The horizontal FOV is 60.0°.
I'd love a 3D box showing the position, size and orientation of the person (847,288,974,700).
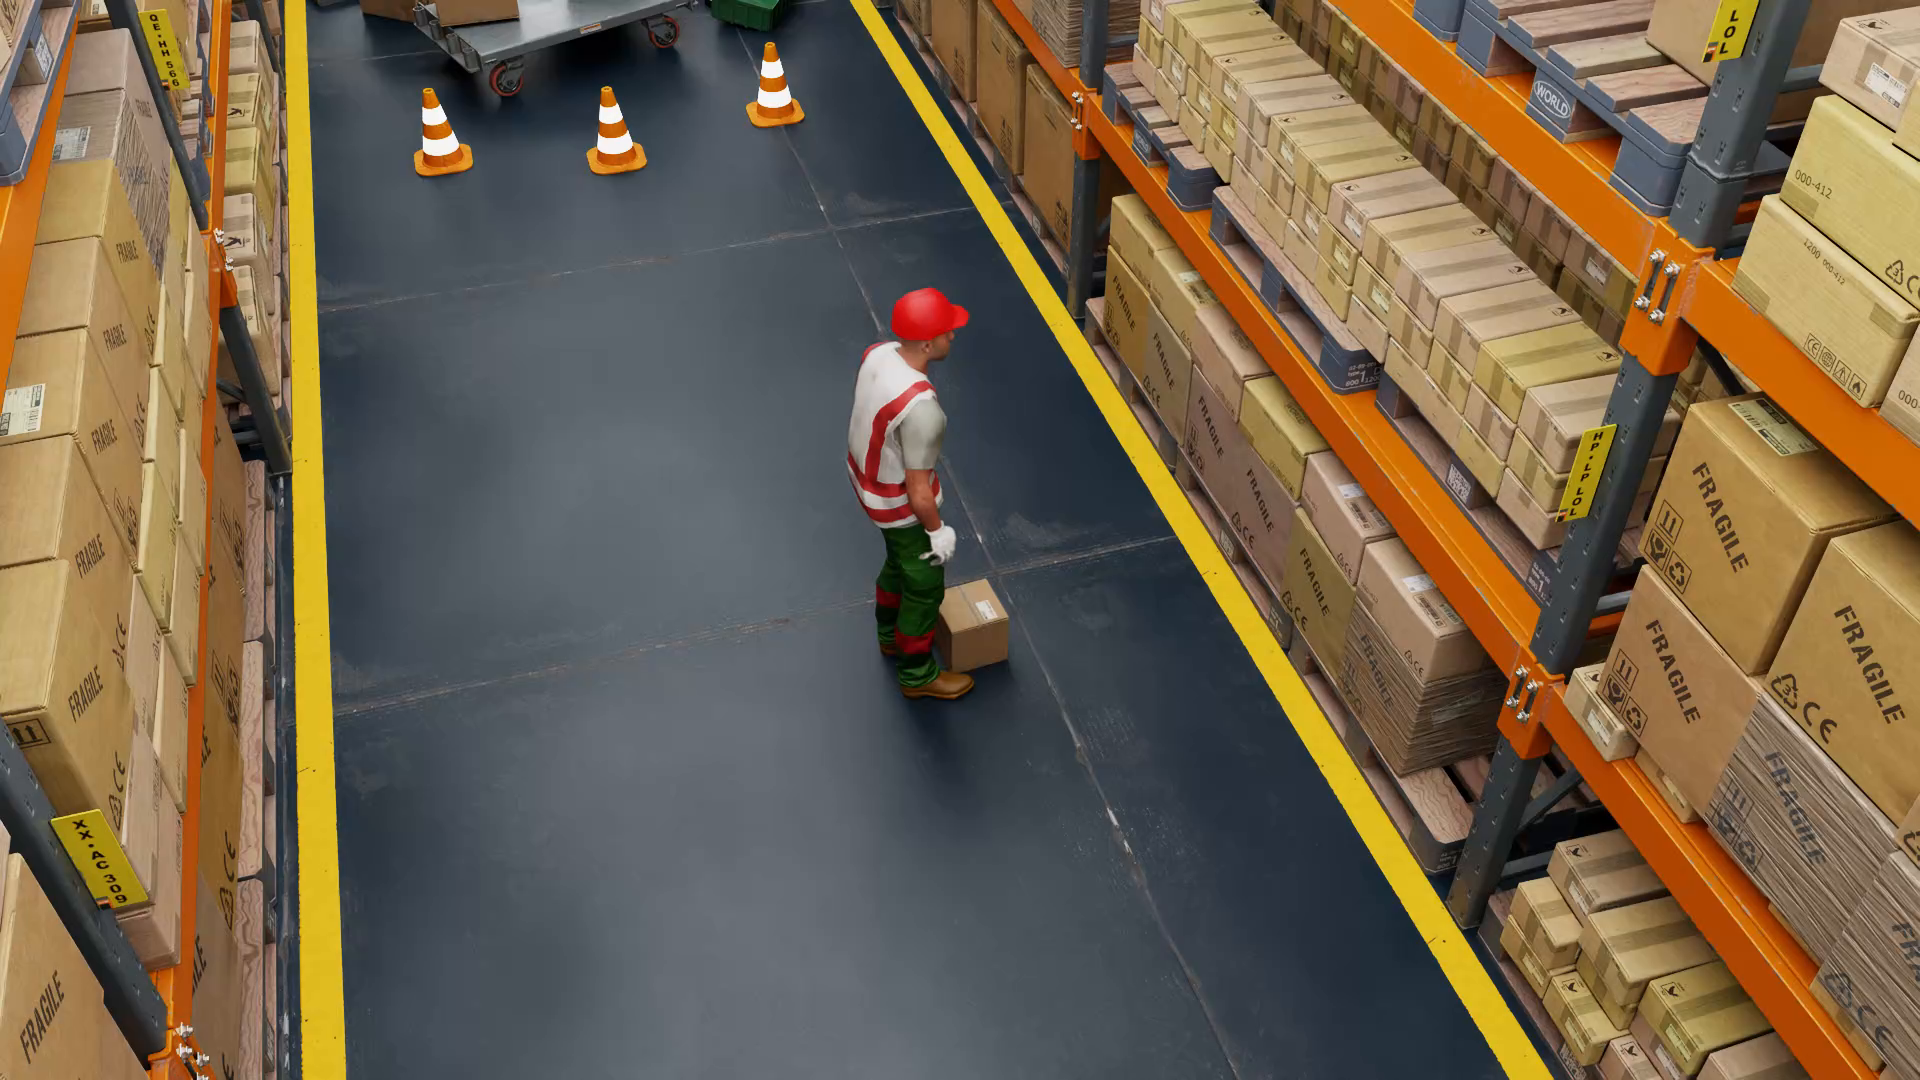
[{"bbox_3d":[-0.178,-0.171,6.339,0.454,1.779,0.621,-13,43,-14],"label":"person"}]
